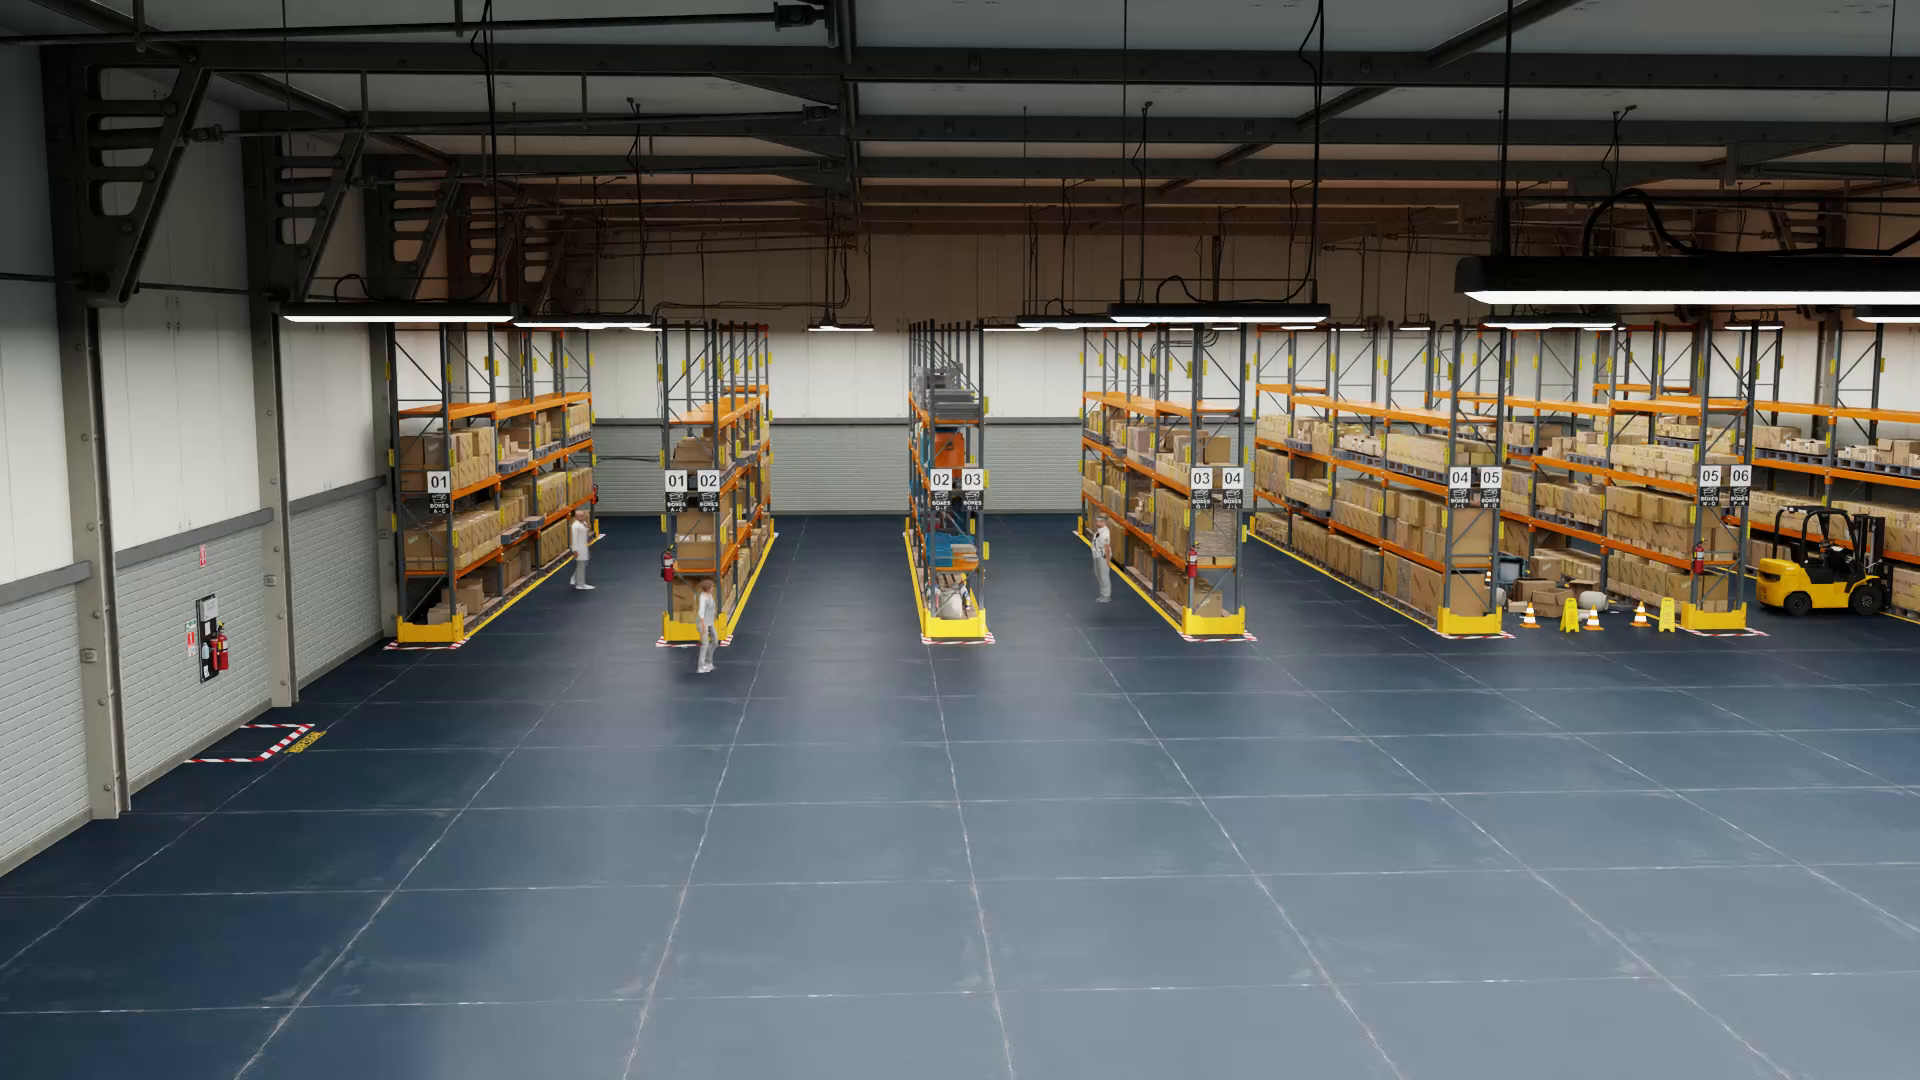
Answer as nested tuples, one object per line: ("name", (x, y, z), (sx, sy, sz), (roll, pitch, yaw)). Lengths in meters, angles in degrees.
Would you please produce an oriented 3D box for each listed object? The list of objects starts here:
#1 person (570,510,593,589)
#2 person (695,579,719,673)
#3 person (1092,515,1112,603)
("person", (-8.524, 0.215, 37.379), (0.498, 1.789, 0.590), (-1, 7, -10))
("person", (-4.343, 1.468, 28.302), (0.344, 1.619, 0.553), (2, 7, 13))
("person", (2.896, 0.406, 33.862), (0.429, 1.844, 0.615), (-1, 7, -11))
